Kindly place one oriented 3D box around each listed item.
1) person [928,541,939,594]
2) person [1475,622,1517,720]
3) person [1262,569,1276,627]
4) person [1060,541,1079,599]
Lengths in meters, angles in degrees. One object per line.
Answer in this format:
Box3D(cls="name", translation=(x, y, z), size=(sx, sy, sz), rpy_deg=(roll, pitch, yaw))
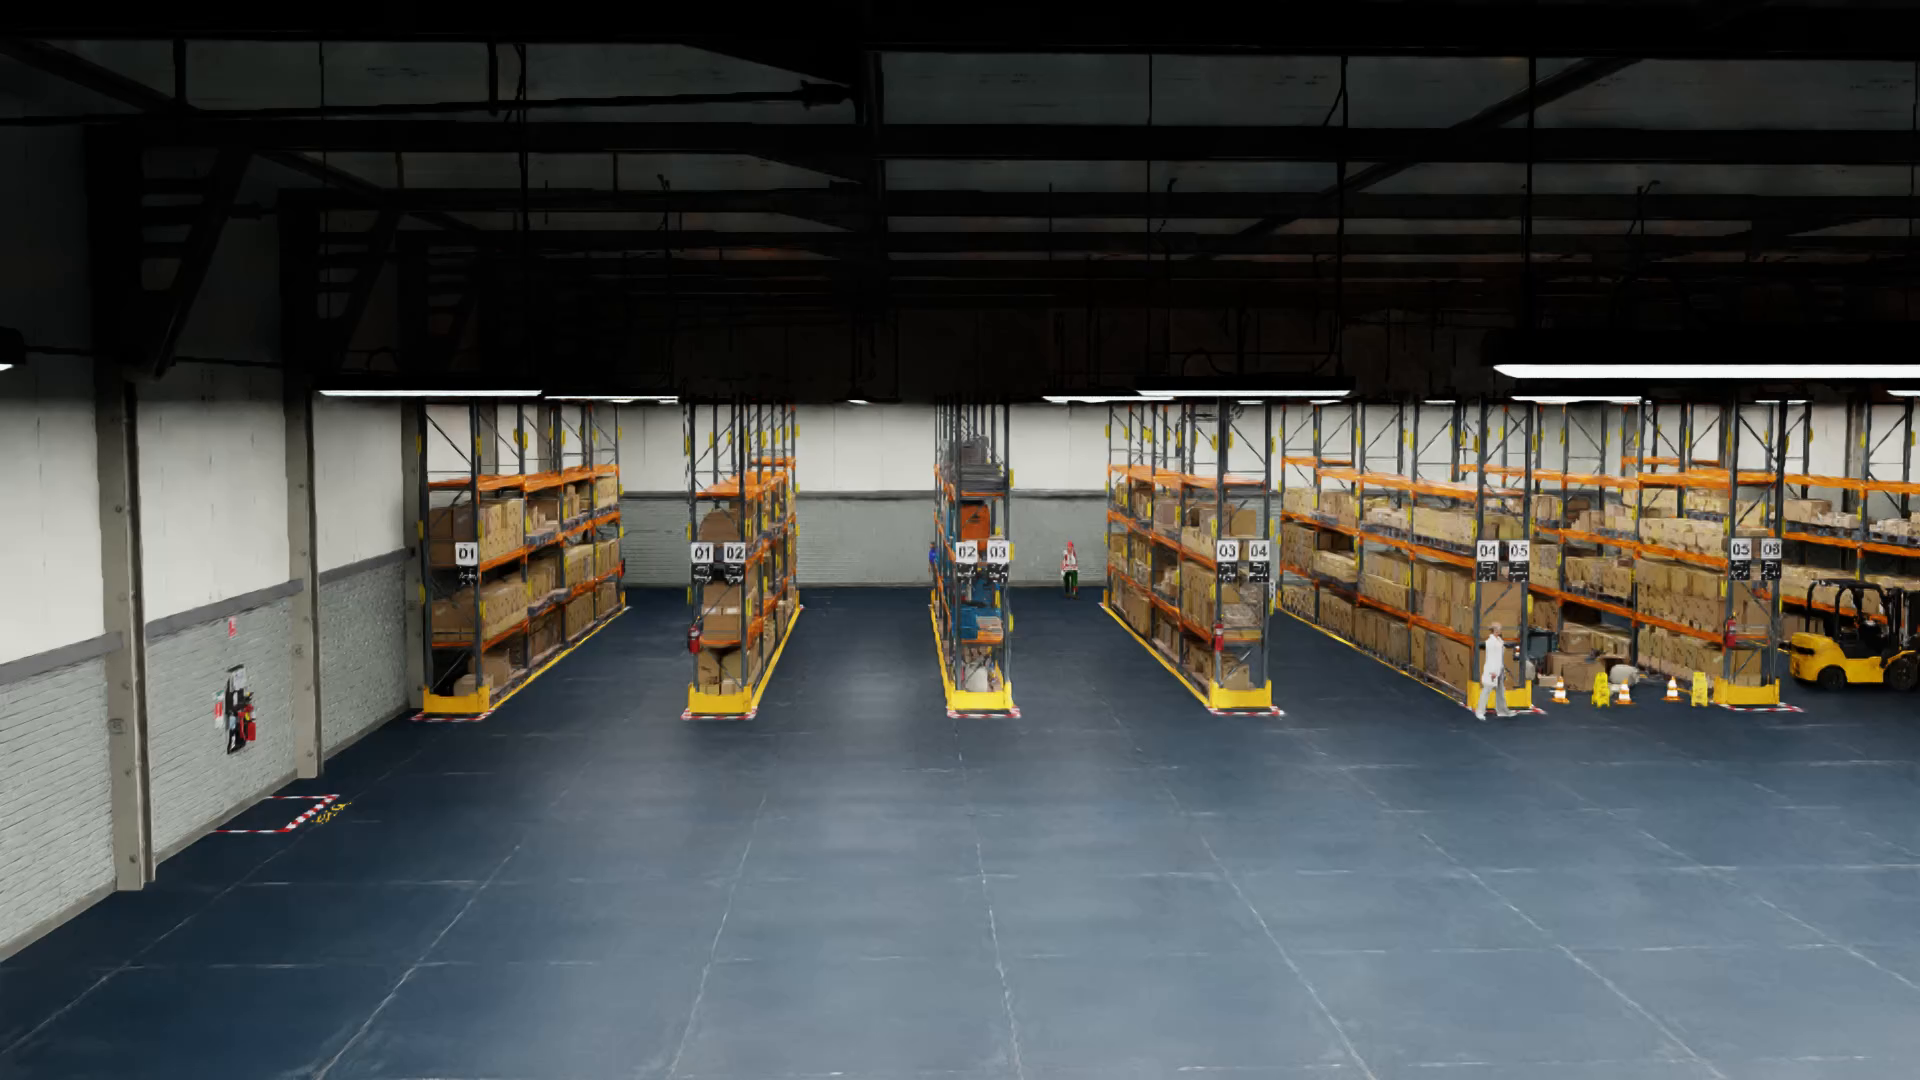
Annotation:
Box3D(cls="person", translation=(-0.698, 0.849, 50.664), size=(0.478, 1.672, 0.570), rpy_deg=(-4, 6, -38))
Box3D(cls="person", translation=(9.806, 2.384, 30.446), size=(0.612, 1.771, 0.781), rpy_deg=(3, 6, 36))
Box3D(cls="person", translation=(7.831, 1.511, 42.451), size=(0.488, 1.587, 1.089), rpy_deg=(0, 5, -5))
Box3D(cls="person", translation=(3.276, 0.881, 49.629), size=(0.553, 1.709, 1.123), rpy_deg=(0, 5, 0))
